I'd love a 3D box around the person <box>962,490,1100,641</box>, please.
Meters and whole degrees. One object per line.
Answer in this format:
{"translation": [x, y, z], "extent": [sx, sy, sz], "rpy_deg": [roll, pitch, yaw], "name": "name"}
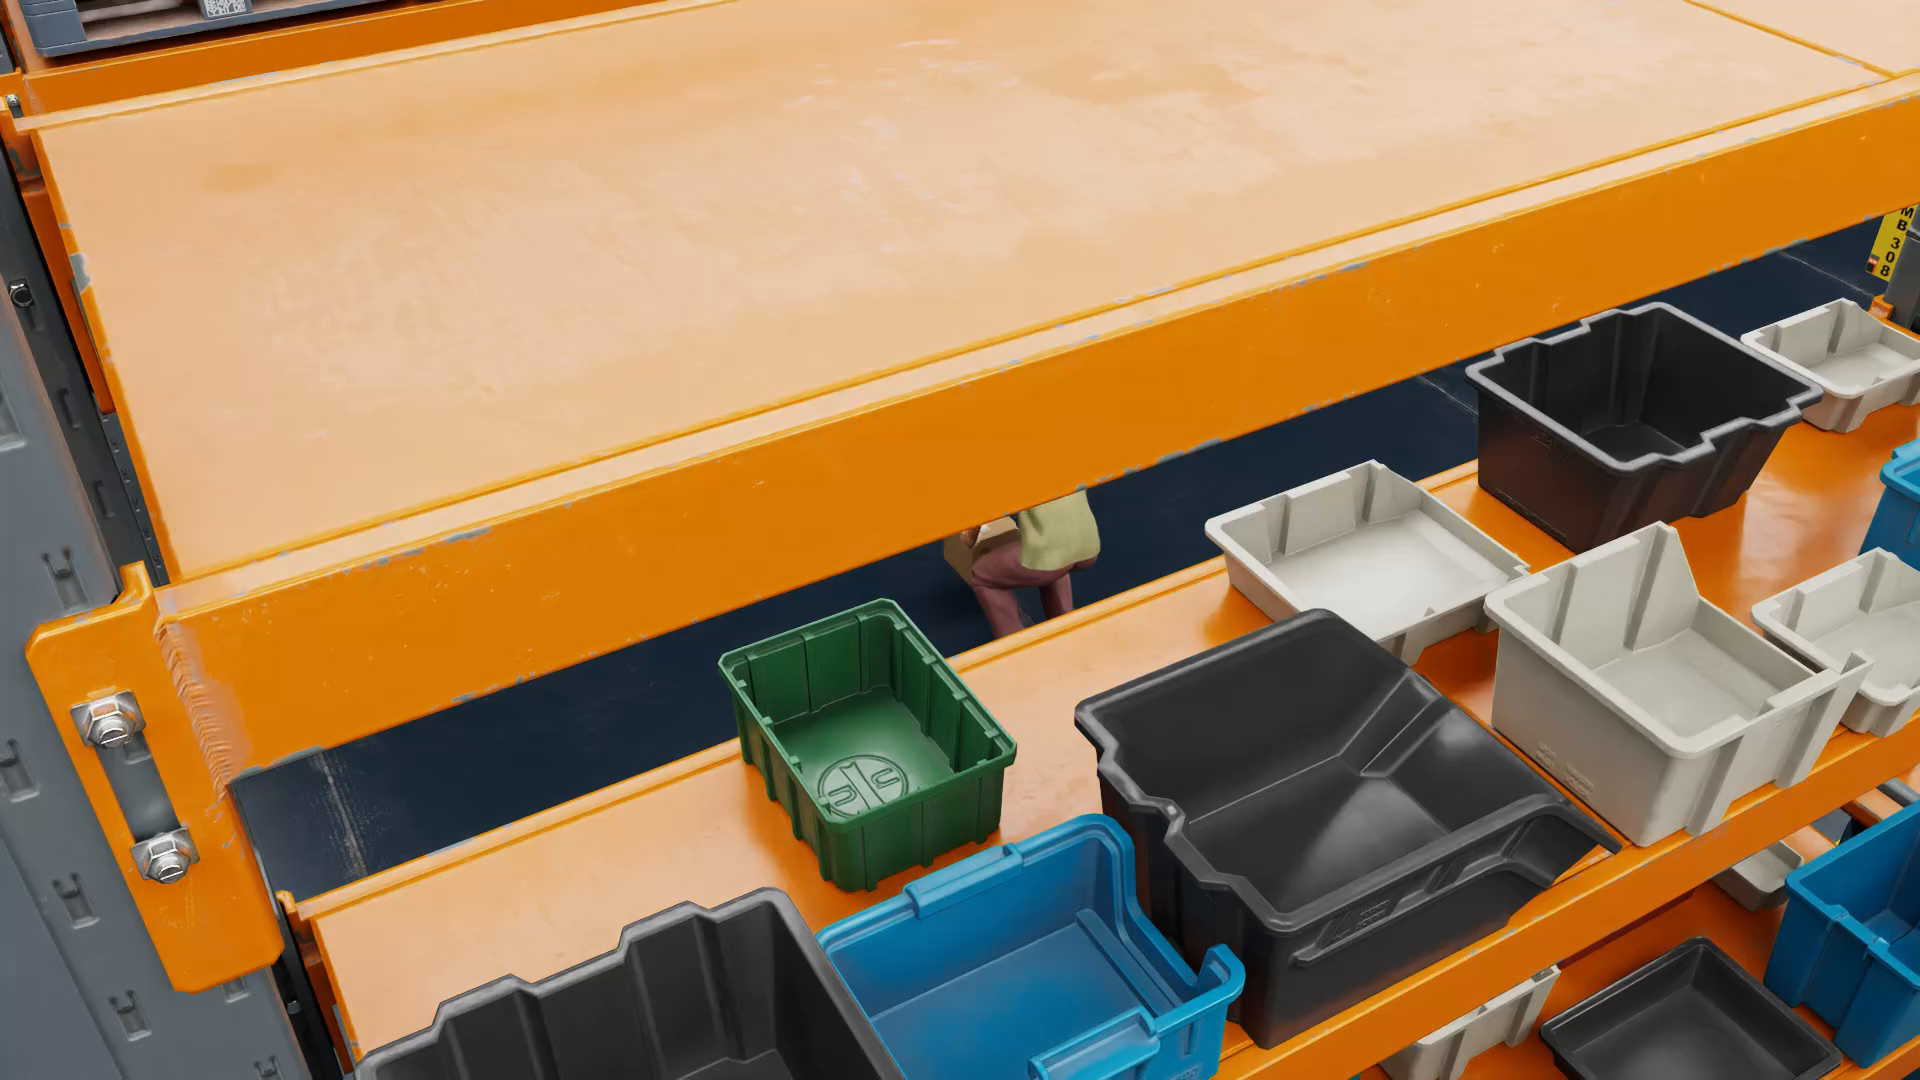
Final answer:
{"translation": [0.277, -0.031, 6.979], "extent": [0.511, 1.335, 0.666], "rpy_deg": [-19, 41, -24], "name": "person"}
